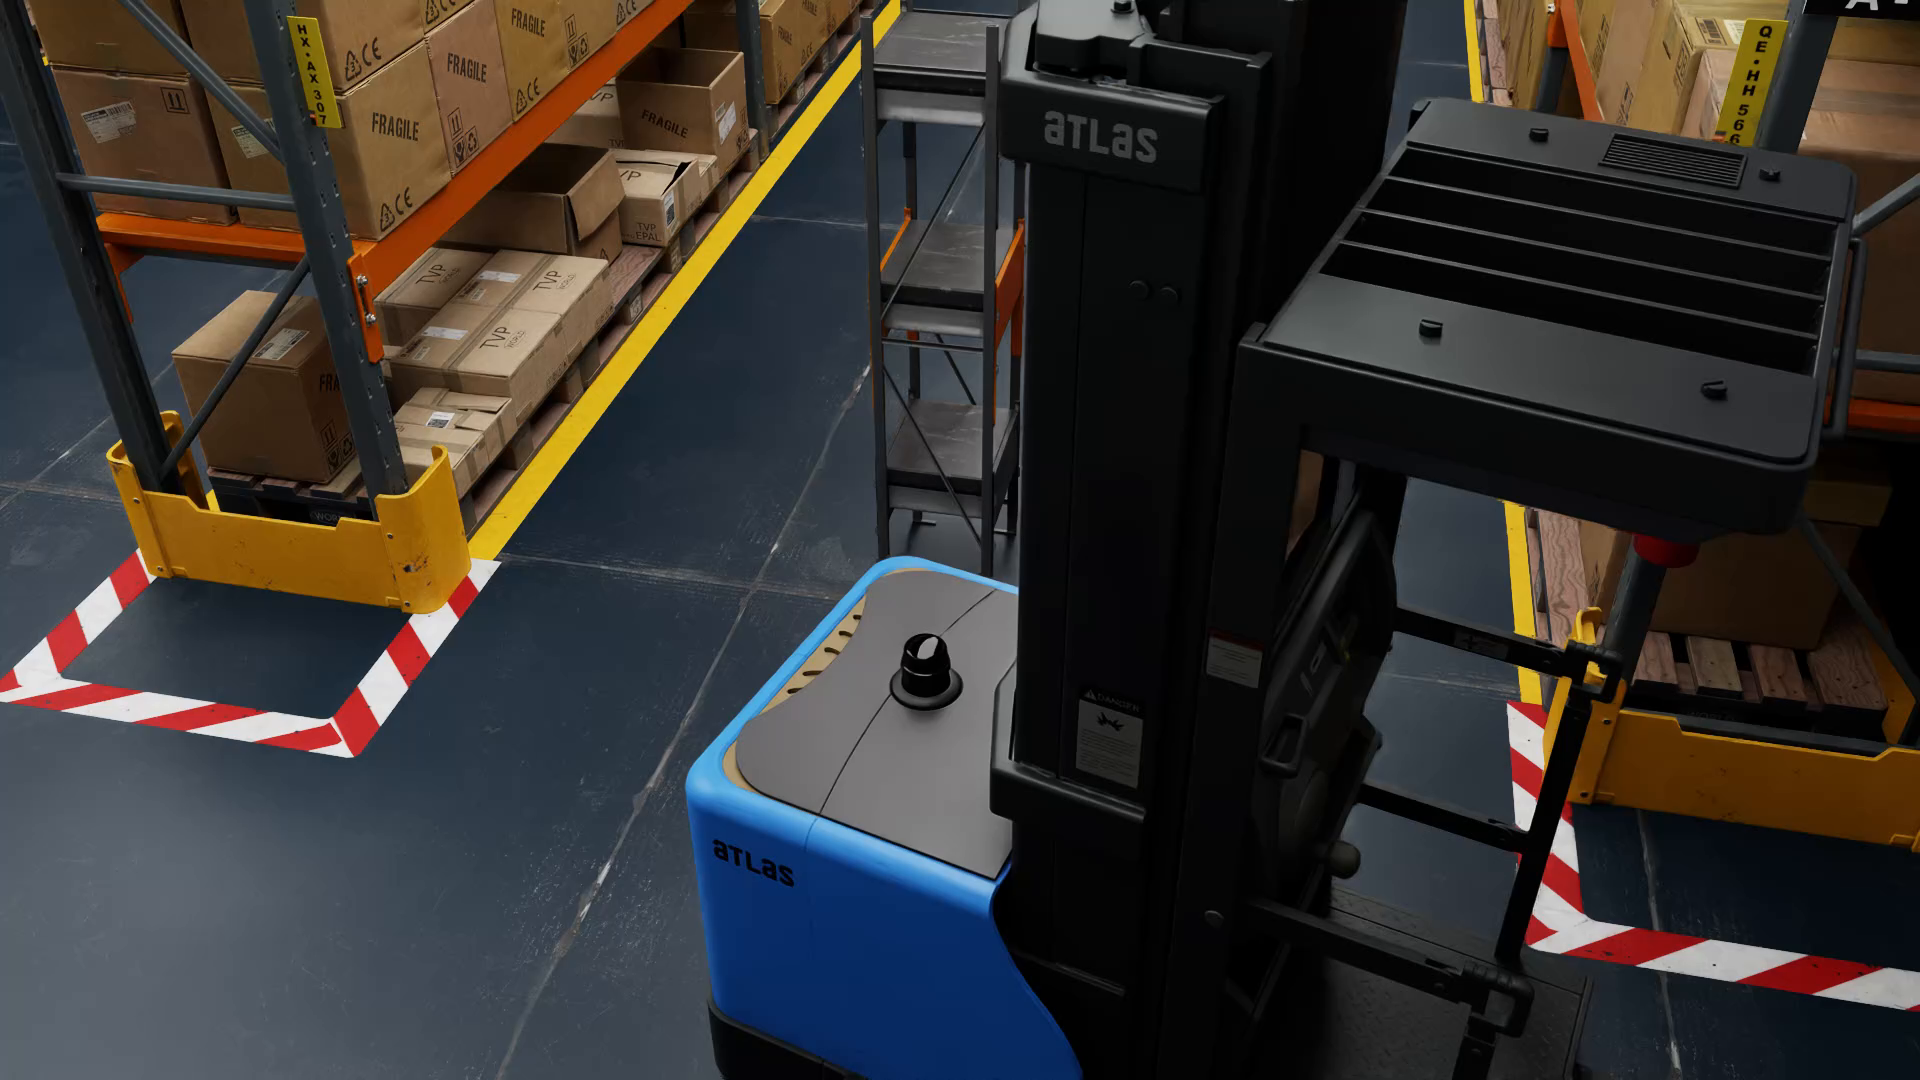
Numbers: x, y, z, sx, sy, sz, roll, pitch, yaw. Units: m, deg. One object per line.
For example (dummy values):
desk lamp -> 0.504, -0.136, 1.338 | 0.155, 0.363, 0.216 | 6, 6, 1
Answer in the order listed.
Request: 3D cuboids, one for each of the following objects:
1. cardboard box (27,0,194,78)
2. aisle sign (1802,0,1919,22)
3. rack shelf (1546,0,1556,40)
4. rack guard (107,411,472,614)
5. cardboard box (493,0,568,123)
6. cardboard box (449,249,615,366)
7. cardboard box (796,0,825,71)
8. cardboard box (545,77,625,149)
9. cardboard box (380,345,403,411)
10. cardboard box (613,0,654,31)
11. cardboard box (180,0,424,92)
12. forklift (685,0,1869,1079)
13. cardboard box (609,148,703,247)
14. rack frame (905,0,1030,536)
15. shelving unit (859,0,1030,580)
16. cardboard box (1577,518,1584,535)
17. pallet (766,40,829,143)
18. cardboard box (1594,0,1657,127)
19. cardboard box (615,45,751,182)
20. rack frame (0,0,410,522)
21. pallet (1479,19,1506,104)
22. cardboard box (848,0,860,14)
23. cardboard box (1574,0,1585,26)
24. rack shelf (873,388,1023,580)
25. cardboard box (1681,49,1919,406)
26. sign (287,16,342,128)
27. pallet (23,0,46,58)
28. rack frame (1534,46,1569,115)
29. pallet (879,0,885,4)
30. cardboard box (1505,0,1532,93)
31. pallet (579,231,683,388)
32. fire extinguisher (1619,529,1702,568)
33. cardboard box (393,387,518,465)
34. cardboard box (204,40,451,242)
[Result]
cardboard box -> -2.580, -1.807, 5.250 | 0.500, 0.500, 0.500 | 7, 37, 10
aisle sign -> 2.126, -1.502, 3.551 | 0.394, 0.787, 0.004 | 7, 37, 10
rack shelf -> 3.716, -3.602, 9.276 | 1.077, 0.370, 4.000 | 7, 37, 10
rack guard -> -2.390, -0.103, 5.966 | 1.175, 0.500, 0.348 | 7, 37, 10
cardboard box -> -1.839, -1.918, 6.254 | 0.500, 0.500, 0.500 | 7, 37, 10
cardboard box -> -1.799, -0.986, 7.023 | 0.500, 0.250, 0.500 | 7, 37, 10
cardboard box -> -1.107, -3.085, 9.706 | 0.500, 0.500, 0.500 | 8, 37, 11
cardboard box -> -1.853, -2.241, 8.702 | 0.500, 0.311, 0.500 | 7, 37, 10
cardboard box -> -2.356, -0.666, 6.653 | 0.380, 0.166, 0.250 | 7, 37, 10
cardboard box -> -1.624, -2.496, 7.053 | 0.500, 0.500, 0.500 | 8, 37, 11
cardboard box -> -2.054, -1.739, 5.155 | 0.500, 0.500, 0.500 | 8, 37, 11
forklift -> 0.919, 0.343, 3.279 | 3.031, 2.935, 1.130 | 16, 39, 21
cardboard box -> -1.556, -1.662, 7.904 | 0.500, 0.311, 0.500 | 7, 37, 10
rack frame -> 0.017, -0.895, 5.696 | 0.400, 2.100, 0.015 | 7, 37, 10
shelving unit -> -0.035, -0.755, 5.503 | 0.431, 2.100, 0.503 | 7, 37, 10
cardboard box -> 2.593, -0.312, 5.896 | 0.700, 0.500, 0.500 | 7, 37, 10
pallet -> -1.415, -2.707, 9.805 | 1.003, 0.211, 1.213 | 7, 37, 10
cardboard box -> 2.850, -1.723, 5.815 | 0.980, 0.700, 0.700 | 6, 36, 8
cardboard box -> -1.396, -2.169, 8.442 | 0.500, 0.500, 0.500 | 7, 37, 10
rack frame -> -2.406, -1.072, 5.173 | 1.000, 3.000, 0.127 | 7, 37, 10
pallet -> 3.638, -2.771, 9.893 | 1.003, 0.211, 1.213 | 7, 37, 10
cardboard box -> -0.885, -3.660, 10.500 | 0.500, 0.500, 0.500 | 6, 36, 8
cardboard box -> 3.157, -2.559, 6.969 | 0.980, 0.700, 0.700 | 8, 37, 11
rack shelf -> -0.035, -0.177, 5.922 | 0.431, 0.518, 0.480 | 7, 37, 10
cardboard box -> 2.533, -0.868, 4.636 | 0.980, 0.700, 0.700 | 9, 37, 12
sign -> -1.876, -1.354, 4.825 | 0.100, 0.325, 0.005 | 7, 37, 10
pallet -> -6.184, -3.296, 10.618 | 1.003, 0.211, 1.213 | 7, 37, 10
rack frame -> 3.289, -2.746, 7.483 | 1.000, 3.000, 0.127 | 7, 37, 10
pallet -> -0.894, -4.106, 11.735 | 1.003, 0.211, 1.213 | 7, 37, 10
cardboard box -> 3.487, -2.945, 9.231 | 0.750, 0.750, 0.750 | 8, 37, 11
pallet -> -1.958, -1.141, 7.644 | 1.003, 0.211, 1.213 | 7, 37, 10
fire extinguisher -> 1.951, -0.242, 4.412 | 0.296, 0.674, 0.183 | 7, 37, 10
cardboard box -> -1.927, -0.443, 6.345 | 0.380, 0.166, 0.250 | 7, 37, 10
cardboard box -> -2.054, -1.334, 5.449 | 0.500, 0.500, 0.500 | 8, 37, 11
